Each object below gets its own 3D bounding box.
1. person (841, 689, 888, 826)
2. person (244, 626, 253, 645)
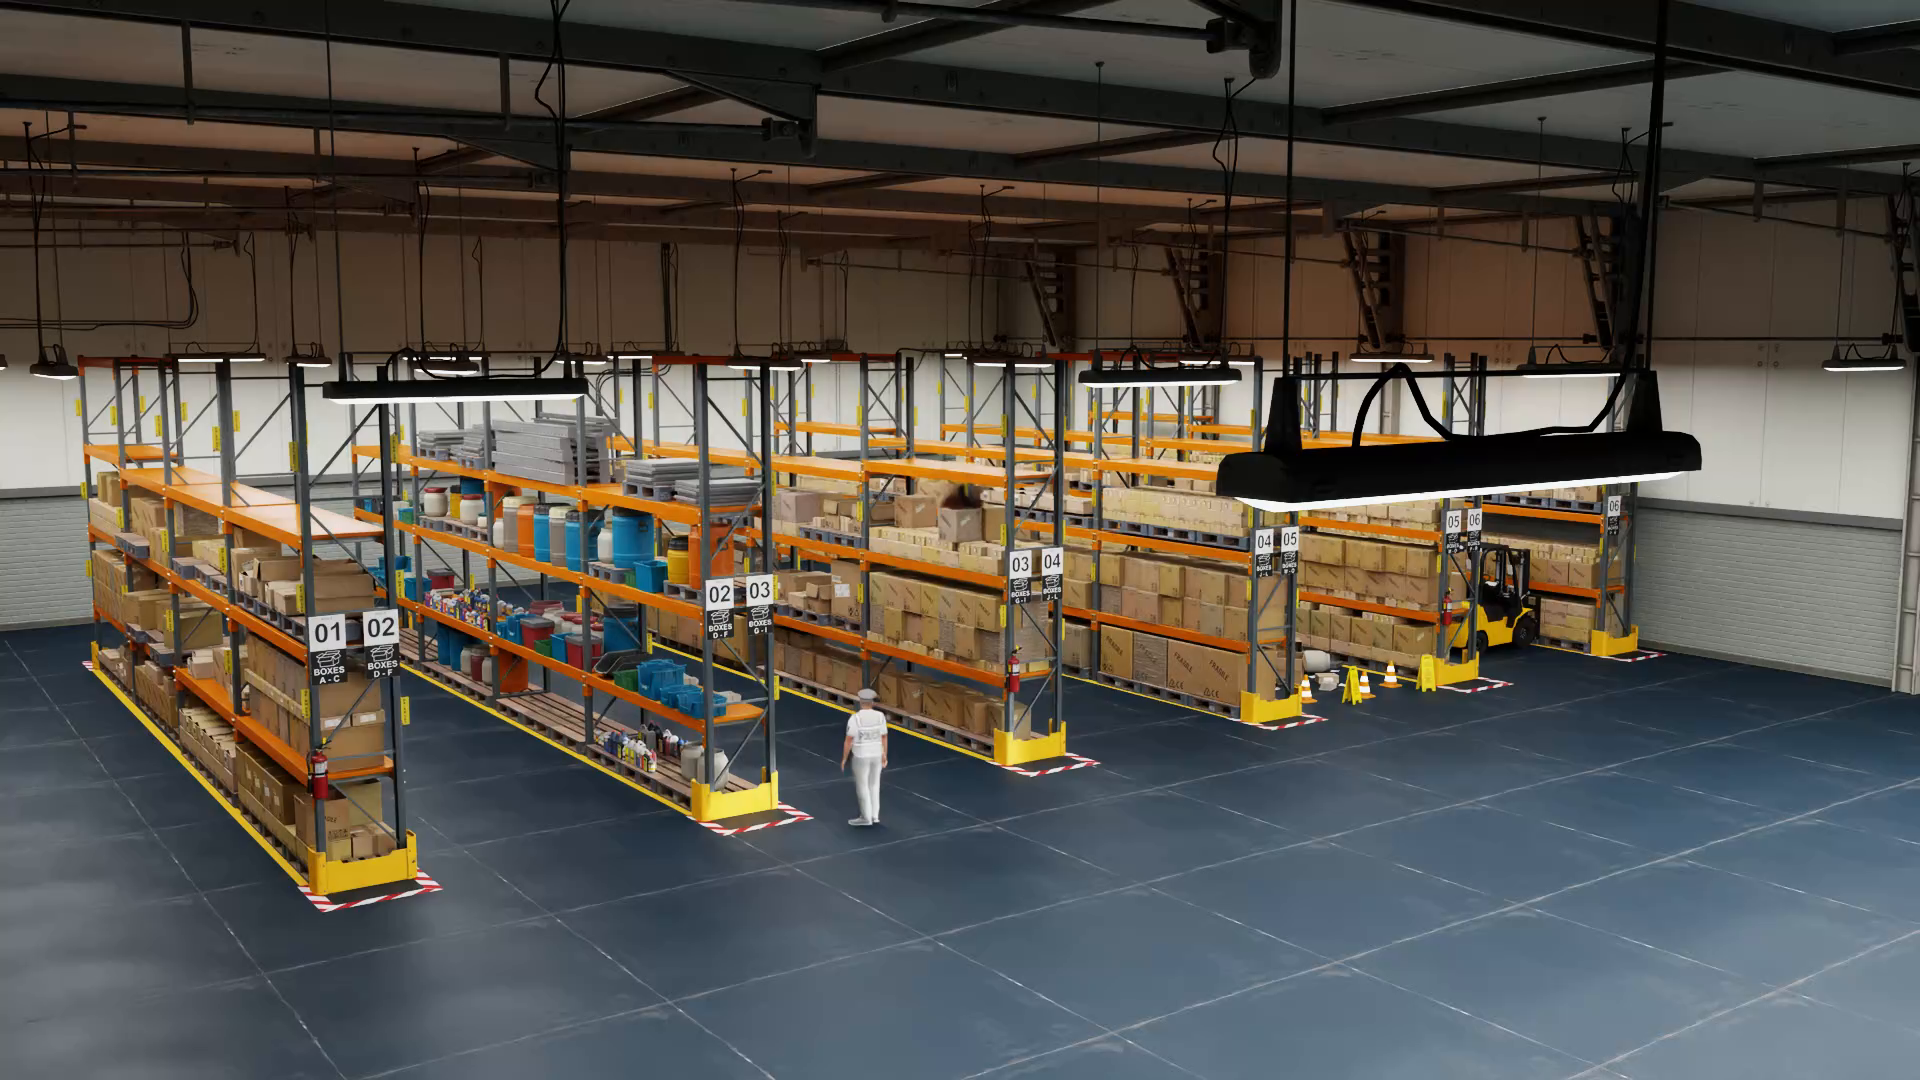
[{"bbox_3d":[-1.246,2.844,21.676,0.638,1.801,0.434,-3,8,-26],"label":"person"},{"bbox_3d":[-12.689,1.937,29.857,0.410,1.555,0.823,-5,9,-36],"label":"person"}]
